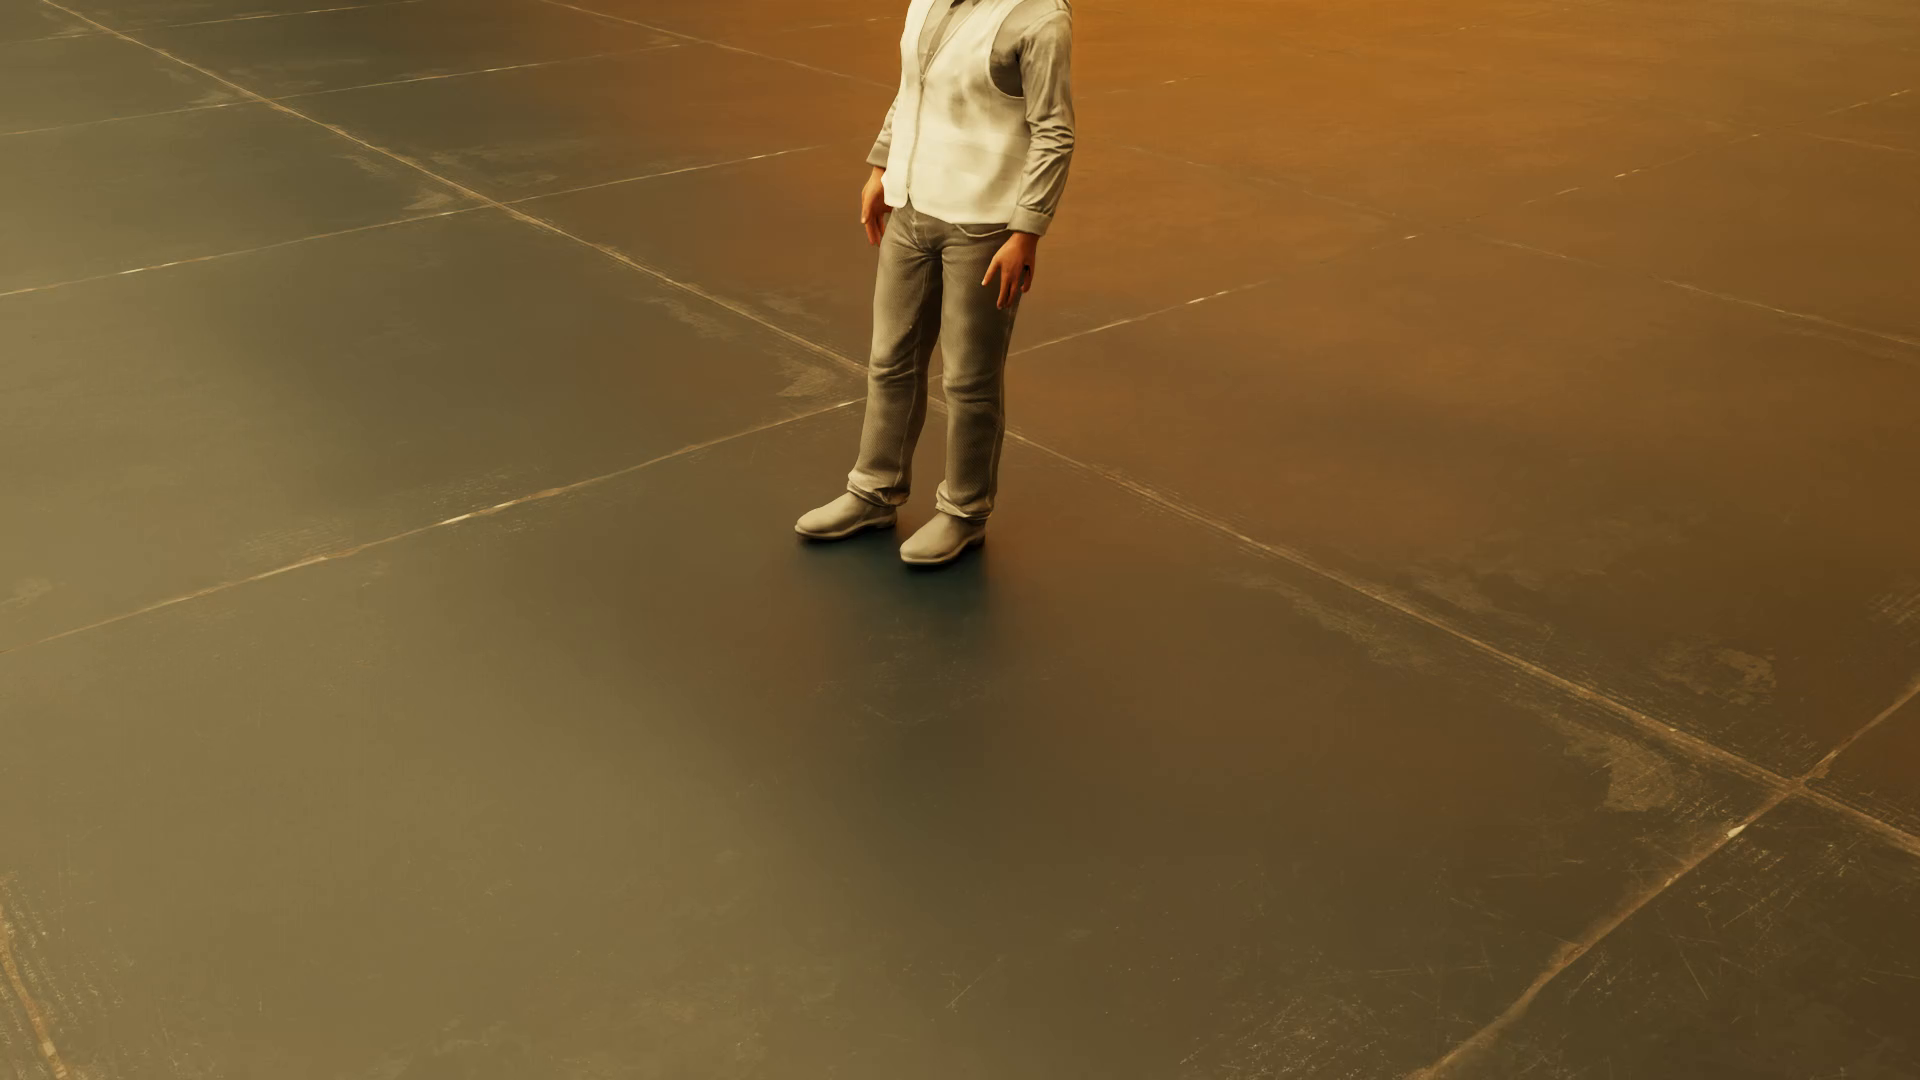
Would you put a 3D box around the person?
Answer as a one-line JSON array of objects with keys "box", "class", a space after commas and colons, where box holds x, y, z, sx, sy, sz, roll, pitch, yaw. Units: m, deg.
[{"box": [-0.055, -0.786, 4.072, 0.564, 1.773, 0.632, -20, 33, -35], "class": "person"}]
